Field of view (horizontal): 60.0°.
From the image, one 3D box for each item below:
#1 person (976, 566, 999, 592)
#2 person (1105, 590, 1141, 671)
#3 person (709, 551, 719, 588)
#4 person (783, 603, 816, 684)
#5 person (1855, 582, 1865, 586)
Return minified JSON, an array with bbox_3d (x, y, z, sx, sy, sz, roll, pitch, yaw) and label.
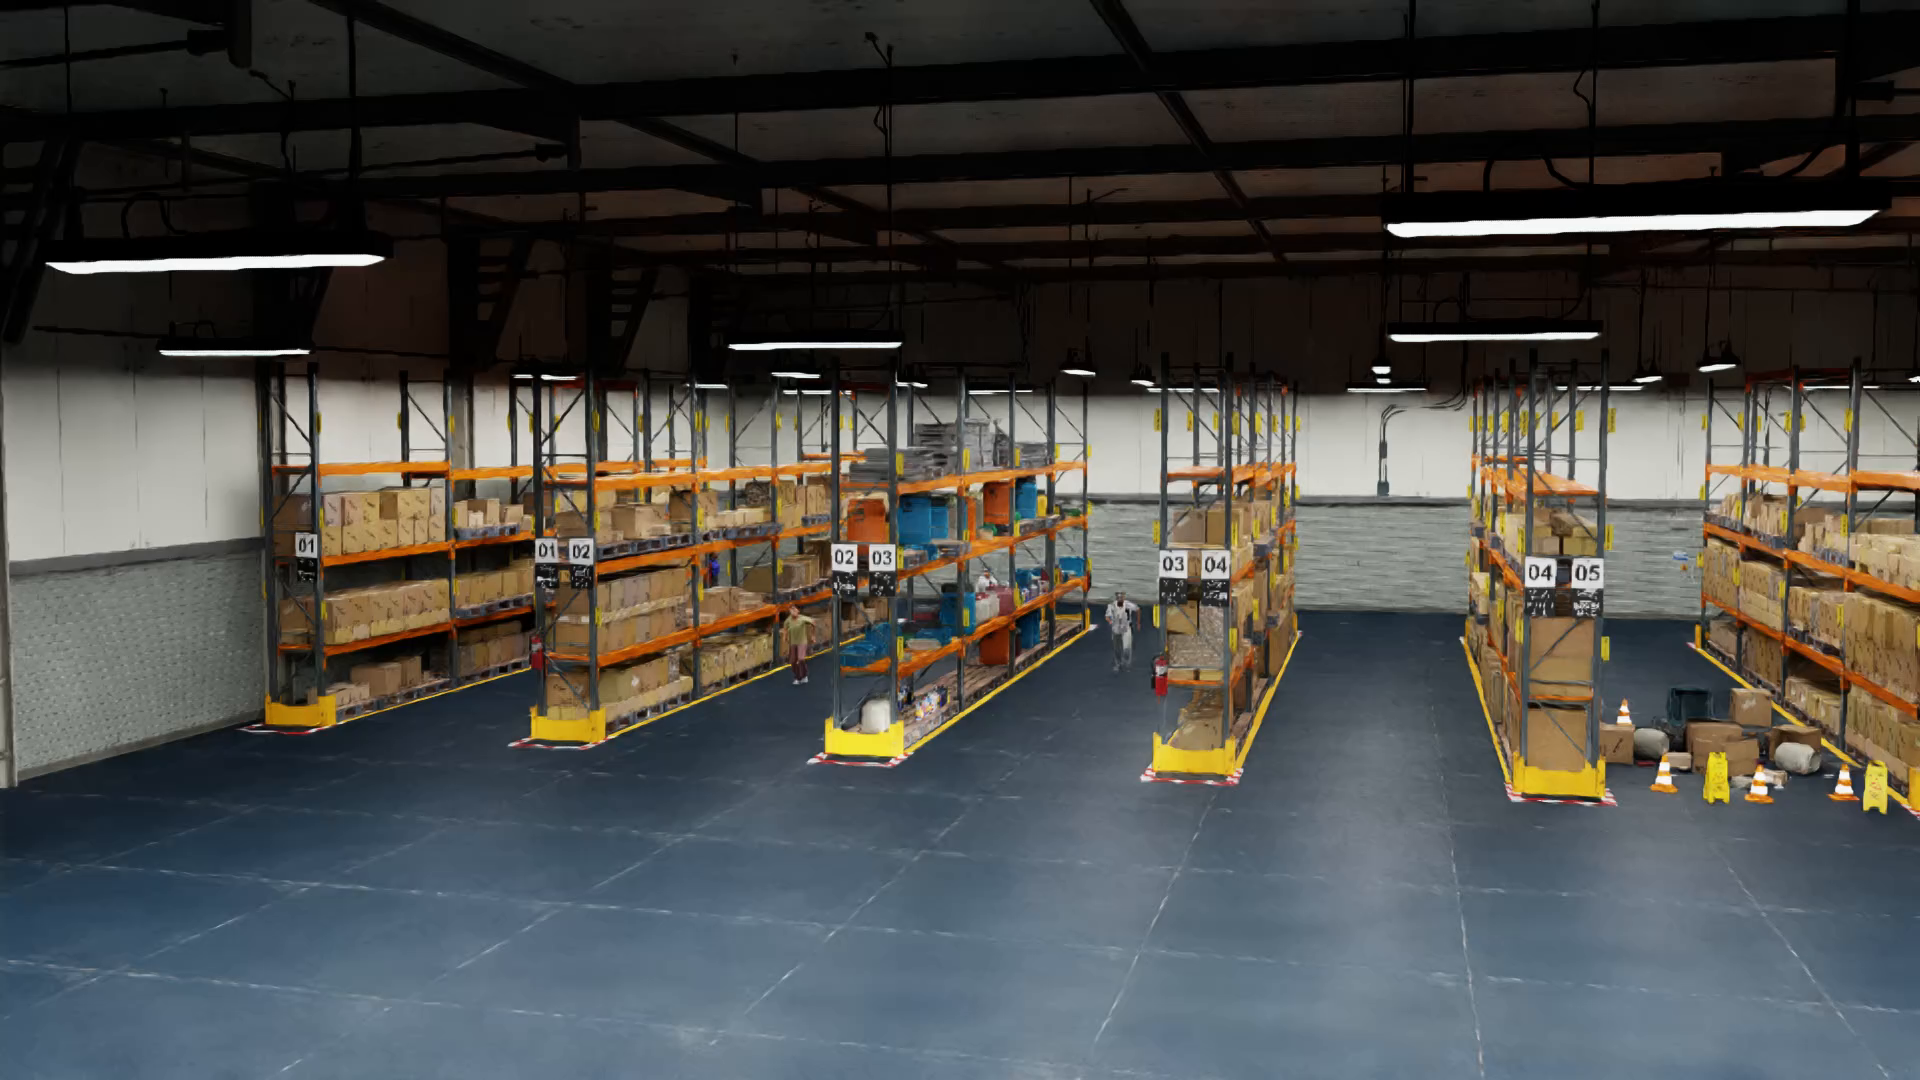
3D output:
[{"bbox_3d":[0.668,1.406,39.721,0.639,1.598,0.838,1,4,11],"label":"person"},{"bbox_3d":[3.249,1.818,33.351,0.660,1.682,0.915,1,4,20],"label":"person"},{"bbox_3d":[-6.602,1.077,44.116,0.484,1.657,0.440,4,6,44],"label":"person"},{"bbox_3d":[-3.086,1.983,31.742,0.595,1.591,0.739,1,4,20],"label":"person"},{"bbox_3d":[19.024,1.653,35.193,0.591,1.718,0.643,2,4,24],"label":"person"}]
